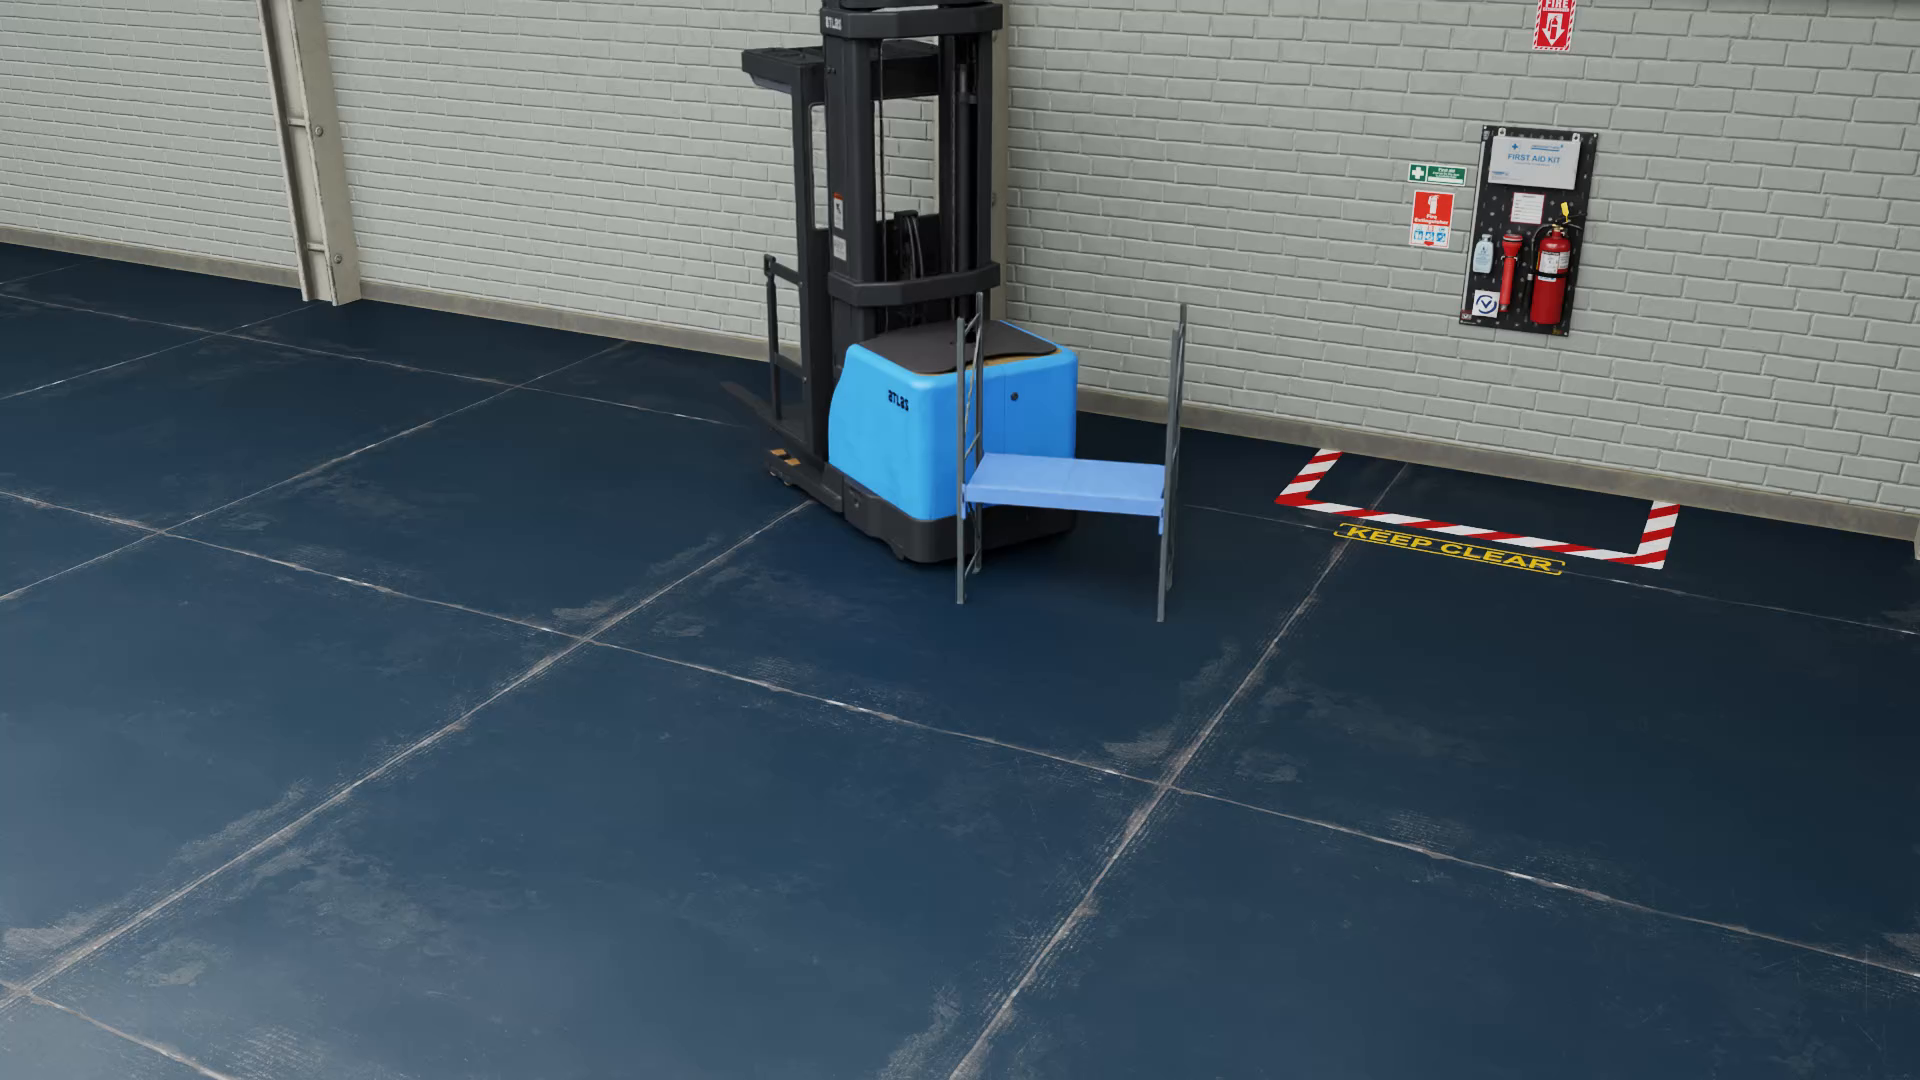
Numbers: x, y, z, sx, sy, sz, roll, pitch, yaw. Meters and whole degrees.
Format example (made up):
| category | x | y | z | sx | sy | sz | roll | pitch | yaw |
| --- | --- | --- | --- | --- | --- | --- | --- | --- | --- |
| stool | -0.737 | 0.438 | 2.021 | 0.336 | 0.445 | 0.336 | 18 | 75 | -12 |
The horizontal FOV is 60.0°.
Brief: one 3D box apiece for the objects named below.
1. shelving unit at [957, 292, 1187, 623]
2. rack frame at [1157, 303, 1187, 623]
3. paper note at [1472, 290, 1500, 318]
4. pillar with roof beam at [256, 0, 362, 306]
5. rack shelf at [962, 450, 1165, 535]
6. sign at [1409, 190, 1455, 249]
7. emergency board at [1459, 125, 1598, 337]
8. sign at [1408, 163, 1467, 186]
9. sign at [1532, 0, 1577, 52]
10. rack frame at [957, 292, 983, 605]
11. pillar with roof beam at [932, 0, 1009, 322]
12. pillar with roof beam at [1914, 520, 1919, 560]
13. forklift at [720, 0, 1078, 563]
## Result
| category | x | y | z | sx | sy | sz | roll | pitch | yaw |
| --- | --- | --- | --- | --- | --- | --- | --- | --- | --- |
| shelving unit | 0.550 | -0.414 | 8.307 | 1.048 | 1.500 | 0.538 | 5 | 23 | 11 |
| rack frame | 1.047 | -0.373 | 8.212 | 0.032 | 1.500 | 0.500 | 5 | 23 | 11 |
| paper note | 3.108 | -1.396 | 9.825 | 0.142 | 0.148 | 0.016 | 11 | 25 | 25 |
| pillar with roof beam | -7.229 | -4.672 | 8.738 | 0.400 | 9.000 | 9.100 | 11 | 25 | 25 |
| rack shelf | 0.550 | -0.248 | 8.377 | 1.000 | 0.185 | 0.538 | 5 | 23 | 11 |
| sign | 2.787 | -1.896 | 9.829 | 0.234 | 0.329 | 0.001 | 11 | 25 | 25 |
| emergency board | 3.234 | -1.746 | 9.522 | 0.643 | 1.169 | 0.194 | 11 | 25 | 25 |
| sign | 2.788 | -2.136 | 9.716 | 0.331 | 0.109 | 0.001 | 11 | 25 | 25 |
| sign | 3.272 | -2.849 | 9.153 | 0.199 | 0.298 | 0.001 | 11 | 25 | 25 |
| rack frame | 0.052 | -0.454 | 8.402 | 0.032 | 1.500 | 0.500 | 5 | 23 | 11 |
| pillar with roof beam | -1.874 | -3.613 | 6.246 | 0.400 | 9.000 | 9.100 | 11 | 25 | 25 |
| pillar with roof beam | 3.480 | -2.553 | 3.755 | 0.400 | 9.000 | 9.100 | 11 | 25 | 25 |
| forklift | -0.544 | -1.758 | 9.639 | 1.130 | 2.935 | 3.031 | -13 | 26 | -28 |
